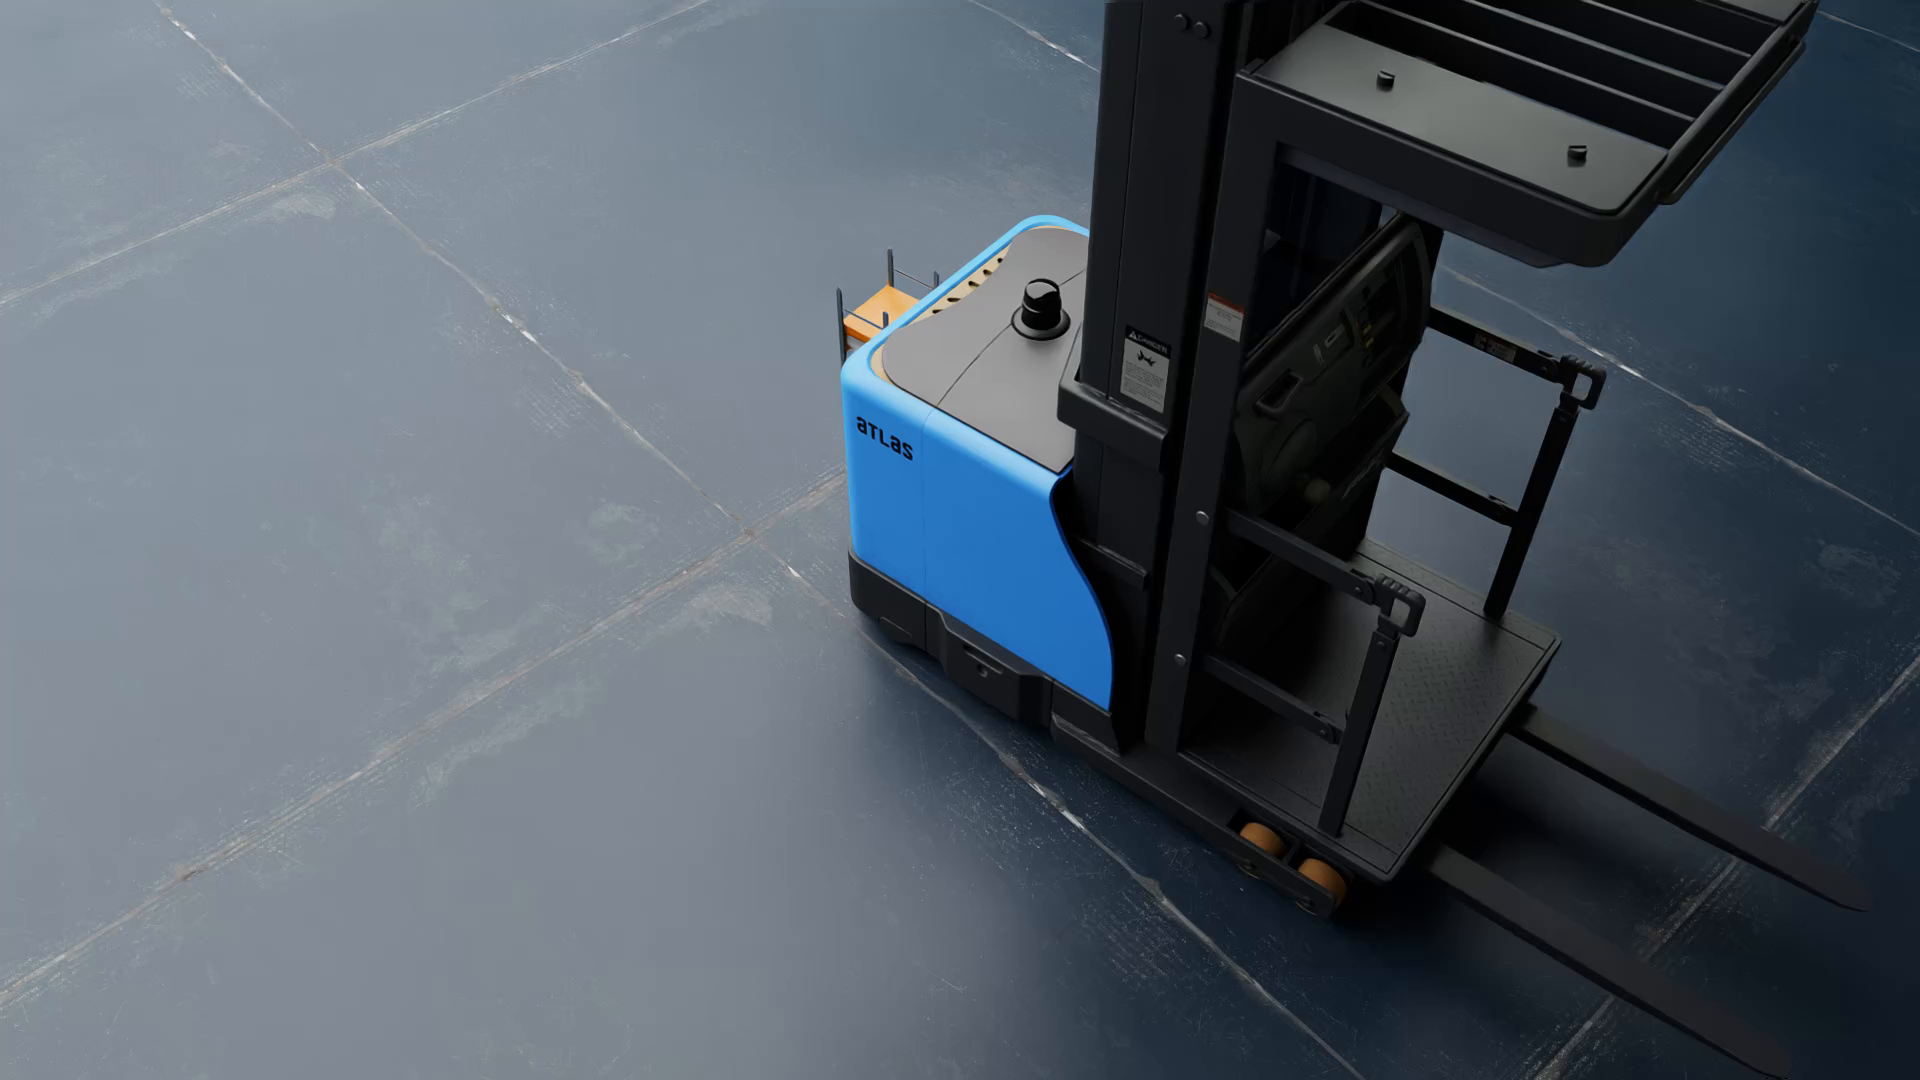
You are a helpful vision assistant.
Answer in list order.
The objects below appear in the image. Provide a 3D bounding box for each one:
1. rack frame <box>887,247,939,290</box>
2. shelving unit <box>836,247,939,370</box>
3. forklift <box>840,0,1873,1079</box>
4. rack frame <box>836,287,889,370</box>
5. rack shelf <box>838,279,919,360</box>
[{"bbox_3d":[-0.145,-0.505,5.501,0.200,1.050,0.008,30,54,25],"label":"rack frame"},{"bbox_3d":[-0.220,-0.434,5.436,0.215,1.050,0.252,30,54,25],"label":"shelving unit"},{"bbox_3d":[1.107,-0.368,4.095,3.031,2.935,1.130,30,54,25],"label":"forklift"},{"bbox_3d":[-0.294,-0.363,5.371,0.200,1.050,0.008,30,54,25],"label":"rack frame"},{"bbox_3d":[-0.220,-0.619,5.235,0.215,0.259,0.240,30,54,25],"label":"rack shelf"}]
